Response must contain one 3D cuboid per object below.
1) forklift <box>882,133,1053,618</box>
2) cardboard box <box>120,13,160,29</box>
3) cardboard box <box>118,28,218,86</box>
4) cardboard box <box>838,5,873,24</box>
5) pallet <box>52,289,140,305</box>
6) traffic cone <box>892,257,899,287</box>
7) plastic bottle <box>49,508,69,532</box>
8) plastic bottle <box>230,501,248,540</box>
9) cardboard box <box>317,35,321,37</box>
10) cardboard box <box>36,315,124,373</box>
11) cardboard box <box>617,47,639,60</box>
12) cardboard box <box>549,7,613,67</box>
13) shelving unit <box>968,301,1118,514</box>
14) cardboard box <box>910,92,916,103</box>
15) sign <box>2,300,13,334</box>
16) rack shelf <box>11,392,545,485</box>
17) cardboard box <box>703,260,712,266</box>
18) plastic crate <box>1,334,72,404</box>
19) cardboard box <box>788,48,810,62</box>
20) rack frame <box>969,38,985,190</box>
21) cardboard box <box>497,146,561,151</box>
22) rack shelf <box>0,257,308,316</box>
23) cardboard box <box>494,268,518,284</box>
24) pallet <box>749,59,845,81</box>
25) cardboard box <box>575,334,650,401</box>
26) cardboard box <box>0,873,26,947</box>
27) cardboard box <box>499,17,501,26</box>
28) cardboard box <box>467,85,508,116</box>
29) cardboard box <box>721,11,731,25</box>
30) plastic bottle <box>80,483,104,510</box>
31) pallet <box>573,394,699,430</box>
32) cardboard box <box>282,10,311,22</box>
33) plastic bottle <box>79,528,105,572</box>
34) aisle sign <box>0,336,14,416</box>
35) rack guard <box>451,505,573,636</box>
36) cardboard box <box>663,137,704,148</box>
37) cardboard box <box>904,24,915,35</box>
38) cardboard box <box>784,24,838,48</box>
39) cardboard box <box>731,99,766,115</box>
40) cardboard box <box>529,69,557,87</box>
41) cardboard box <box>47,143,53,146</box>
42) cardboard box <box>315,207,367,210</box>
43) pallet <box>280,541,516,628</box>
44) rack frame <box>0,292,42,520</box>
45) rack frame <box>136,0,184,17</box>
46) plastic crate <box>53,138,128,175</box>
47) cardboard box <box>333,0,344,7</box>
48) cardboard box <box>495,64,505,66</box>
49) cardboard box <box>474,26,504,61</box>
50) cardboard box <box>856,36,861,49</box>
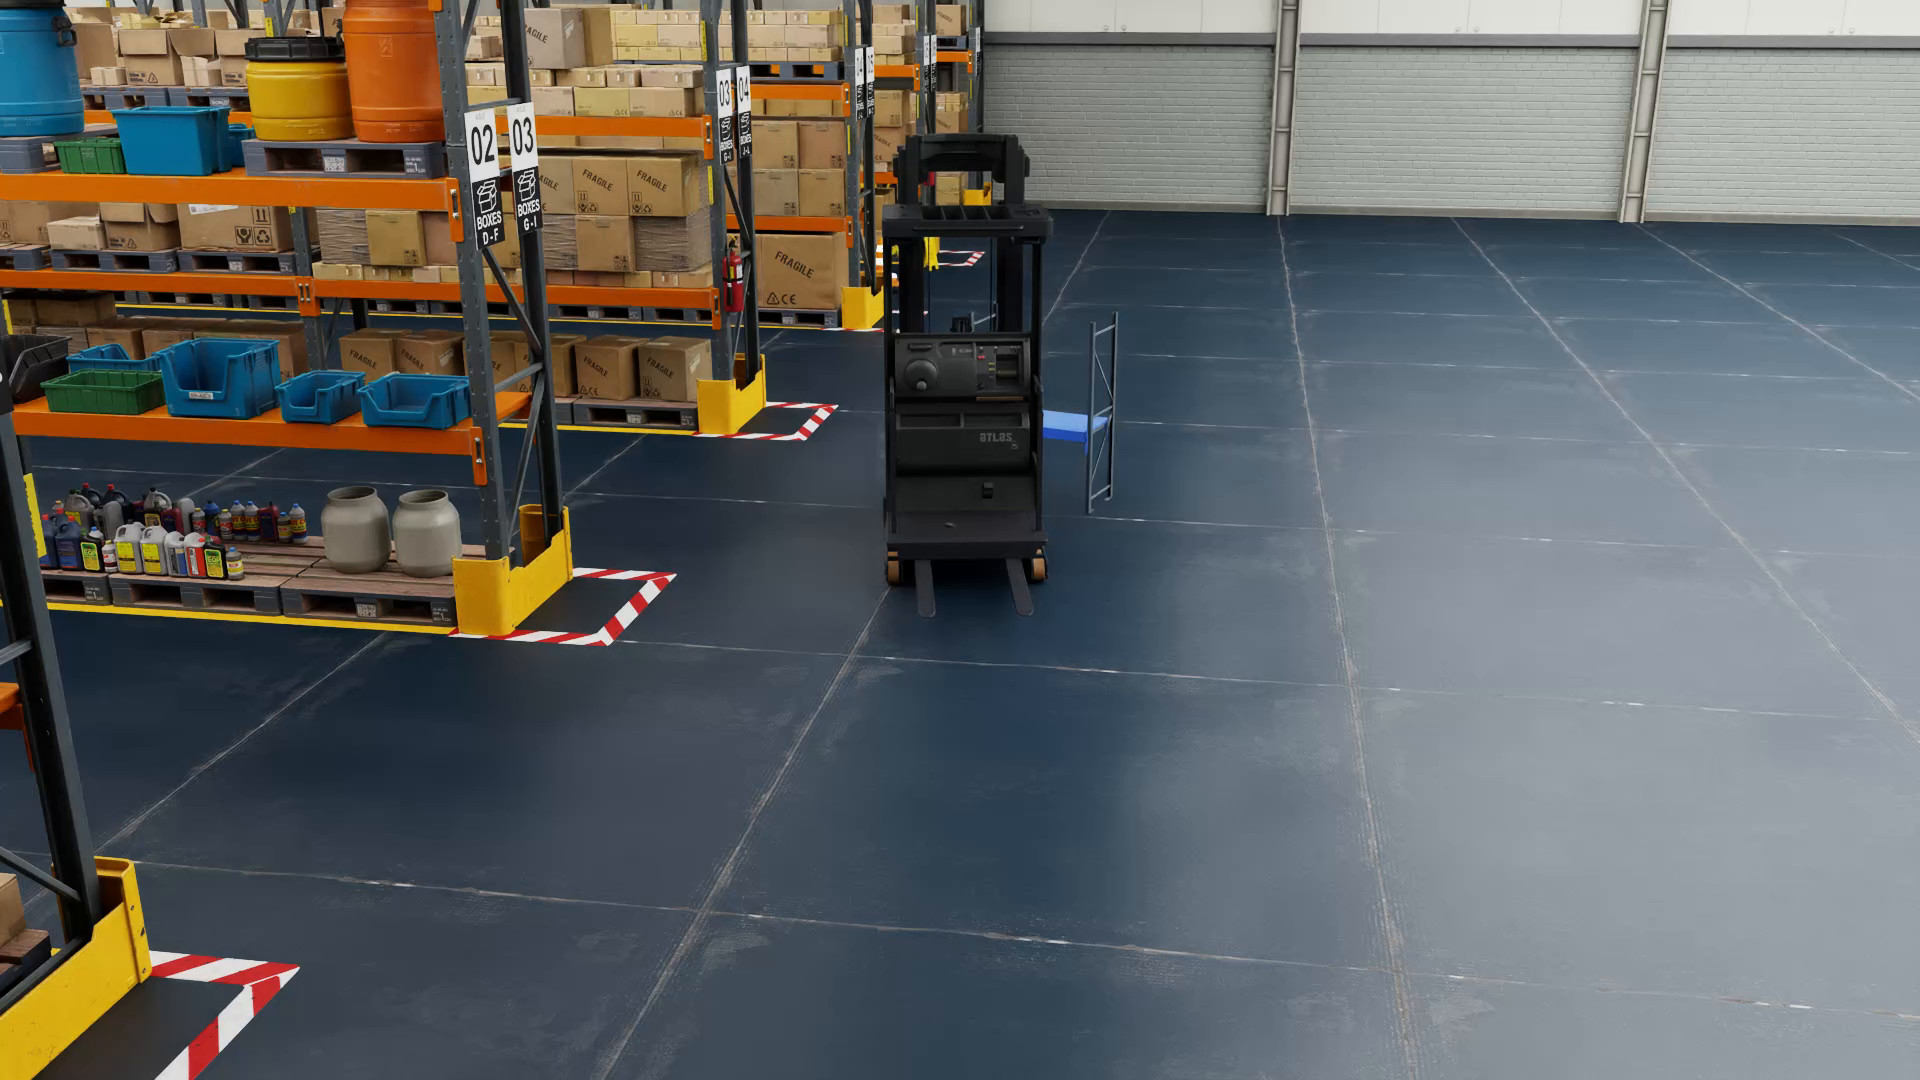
[{"bbox_3d":[0.030,-1.191,11.245,1.130,2.935,3.031,-1,19,-3],"label":"forklift"},{"bbox_3d":[-10.027,-6.311,20.345,0.258,0.266,0.396,3,19,9],"label":"cardboard box"},{"bbox_3d":[-7.394,-4.540,15.593,0.637,0.503,0.797,4,19,11],"label":"cardboard box"},{"bbox_3d":[-1.753,-9.014,28.808,0.637,0.503,0.797,4,19,10],"label":"cardboard box"},{"bbox_3d":[-11.050,-3.297,21.825,1.213,0.211,1.003,3,19,9],"label":"pallet"},{"bbox_3d":[-0.963,-3.721,22.693,0.334,0.463,0.336,3,19,9],"label":"traffic cone"},{"bbox_3d":[-6.046,-0.043,11.185,0.185,0.351,0.144,3,19,9],"label":"plastic bottle"},{"bbox_3d":[-5.029,-0.141,11.602,0.097,0.271,0.097,0,18,0],"label":"plastic bottle"},{"bbox_3d":[-7.396,-5.988,20.066,0.500,0.311,0.500,3,19,8],"label":"cardboard box"},{"bbox_3d":[-8.750,-1.941,16.622,0.500,0.500,0.700,1,19,4],"label":"cardboard box"},{"bbox_3d":[-3.818,-5.691,19.433,0.250,0.149,0.380,3,19,8],"label":"cardboard box"},{"bbox_3d":[-3.488,-4.574,15.104,0.500,0.500,0.500,3,19,8],"label":"cardboard box"},{"bbox_3d":[0.641,-1.056,13.095,1.048,1.500,0.538,9,20,25],"label":"shelving unit"},{"bbox_3d":[-0.842,-7.718,28.992,0.250,0.149,0.380,3,19,9],"label":"cardboard box"},{"bbox_3d":[-6.702,-1.519,11.679,0.005,0.325,0.100,3,19,9],"label":"sign"},{"bbox_3d":[-4.826,-0.774,11.023,4.000,0.370,1.077,3,19,9],"label":"rack shelf"},{"bbox_3d":[-2.309,-2.536,15.552,0.250,0.149,0.380,3,19,9],"label":"cardboard box"},{"bbox_3d":[-6.304,-1.120,11.022,0.504,0.338,0.767,3,19,9],"label":"plastic crate"},{"bbox_3d":[-1.810,-5.589,19.127,0.250,0.149,0.380,3,19,9],"label":"cardboard box"},{"bbox_3d":[0.290,-7.226,29.173,0.127,3.000,1.000,3,19,9],"label":"rack frame"},{"bbox_3d":[-4.046,-3.417,15.587,0.500,0.500,0.500,3,19,9],"label":"cardboard box"},{"bbox_3d":[-7.990,-2.527,16.262,4.000,0.370,1.077,3,19,9],"label":"rack shelf"},{"bbox_3d":[-4.113,-2.474,15.365,0.250,0.149,0.380,3,19,9],"label":"cardboard box"},{"bbox_3d":[-1.913,-5.530,19.515,1.213,0.211,1.003,3,19,9],"label":"pallet"},{"bbox_3d":[-3.275,-1.636,15.743,0.500,0.500,0.500,8,20,23],"label":"cardboard box"},{"bbox_3d":[-4.135,1.545,6.629,0.500,0.250,0.500,3,19,9],"label":"cardboard box"},{"bbox_3d":[-7.995,-9.235,29.588,0.250,0.149,0.380,4,19,10],"label":"cardboard box"},{"bbox_3d":[-4.077,-3.939,14.856,0.500,0.250,0.500,3,19,8],"label":"cardboard box"},{"bbox_3d":[-2.567,-6.005,19.116,0.250,0.149,0.380,3,19,9],"label":"cardboard box"},{"bbox_3d":[-6.119,-0.226,11.733,0.185,0.351,0.144,2,19,7],"label":"plastic bottle"},{"bbox_3d":[-2.937,-1.300,15.855,1.213,0.211,1.003,3,19,9],"label":"pallet"},{"bbox_3d":[-12.095,-9.510,30.250,0.500,0.250,0.500,3,19,9],"label":"cardboard box"},{"bbox_3d":[-5.727,0.065,10.969,0.133,0.283,0.061,4,19,11],"label":"plastic bottle"},{"bbox_3d":[-3.527,-0.788,5.835,0.004,0.787,0.394,3,19,9],"label":"aisle sign"},{"bbox_3d":[-2.934,0.182,10.972,0.348,0.500,1.175,3,19,9],"label":"rack guard"},{"bbox_3d":[-3.172,-4.785,19.937,0.500,0.550,0.875,3,19,9],"label":"cardboard box"},{"bbox_3d":[-0.812,-7.434,24.206,0.250,0.149,0.380,3,19,8],"label":"cardboard box"},{"bbox_3d":[-1.707,-5.791,19.105,0.500,0.250,0.500,3,19,9],"label":"cardboard box"},{"bbox_3d":[-3.051,-6.379,24.437,0.500,0.500,0.700,3,19,7],"label":"cardboard box"},{"bbox_3d":[-3.673,-4.091,14.682,0.250,0.149,0.380,2,19,6],"label":"cardboard box"},{"bbox_3d":[-11.578,-5.069,21.521,0.250,0.149,0.380,2,19,7],"label":"cardboard box"},{"bbox_3d":[-5.611,-3.328,15.320,0.500,0.500,0.500,3,19,9],"label":"cardboard box"},{"bbox_3d":[-3.735,0.276,11.145,1.213,0.211,1.003,3,19,9],"label":"pallet"},{"bbox_3d":[-6.800,-1.216,11.210,0.127,3.000,1.000,3,19,9],"label":"rack frame"},{"bbox_3d":[-12.342,-9.120,25.378,0.127,3.000,1.000,3,19,9],"label":"rack frame"},{"bbox_3d":[-5.286,-2.373,10.275,0.450,0.188,0.336,3,19,9],"label":"plastic crate"},{"bbox_3d":[-11.316,-9.593,29.974,0.258,0.266,0.396,3,19,8],"label":"cardboard box"},{"bbox_3d":[-4.094,-4.276,15.237,0.250,0.149,0.380,2,19,7],"label":"cardboard box"},{"bbox_3d":[-6.882,-7.477,25.033,0.637,0.503,0.797,3,19,9],"label":"cardboard box"},{"bbox_3d":[-1.536,-7.135,23.939,0.500,0.250,0.500,3,19,8],"label":"cardboard box"}]
